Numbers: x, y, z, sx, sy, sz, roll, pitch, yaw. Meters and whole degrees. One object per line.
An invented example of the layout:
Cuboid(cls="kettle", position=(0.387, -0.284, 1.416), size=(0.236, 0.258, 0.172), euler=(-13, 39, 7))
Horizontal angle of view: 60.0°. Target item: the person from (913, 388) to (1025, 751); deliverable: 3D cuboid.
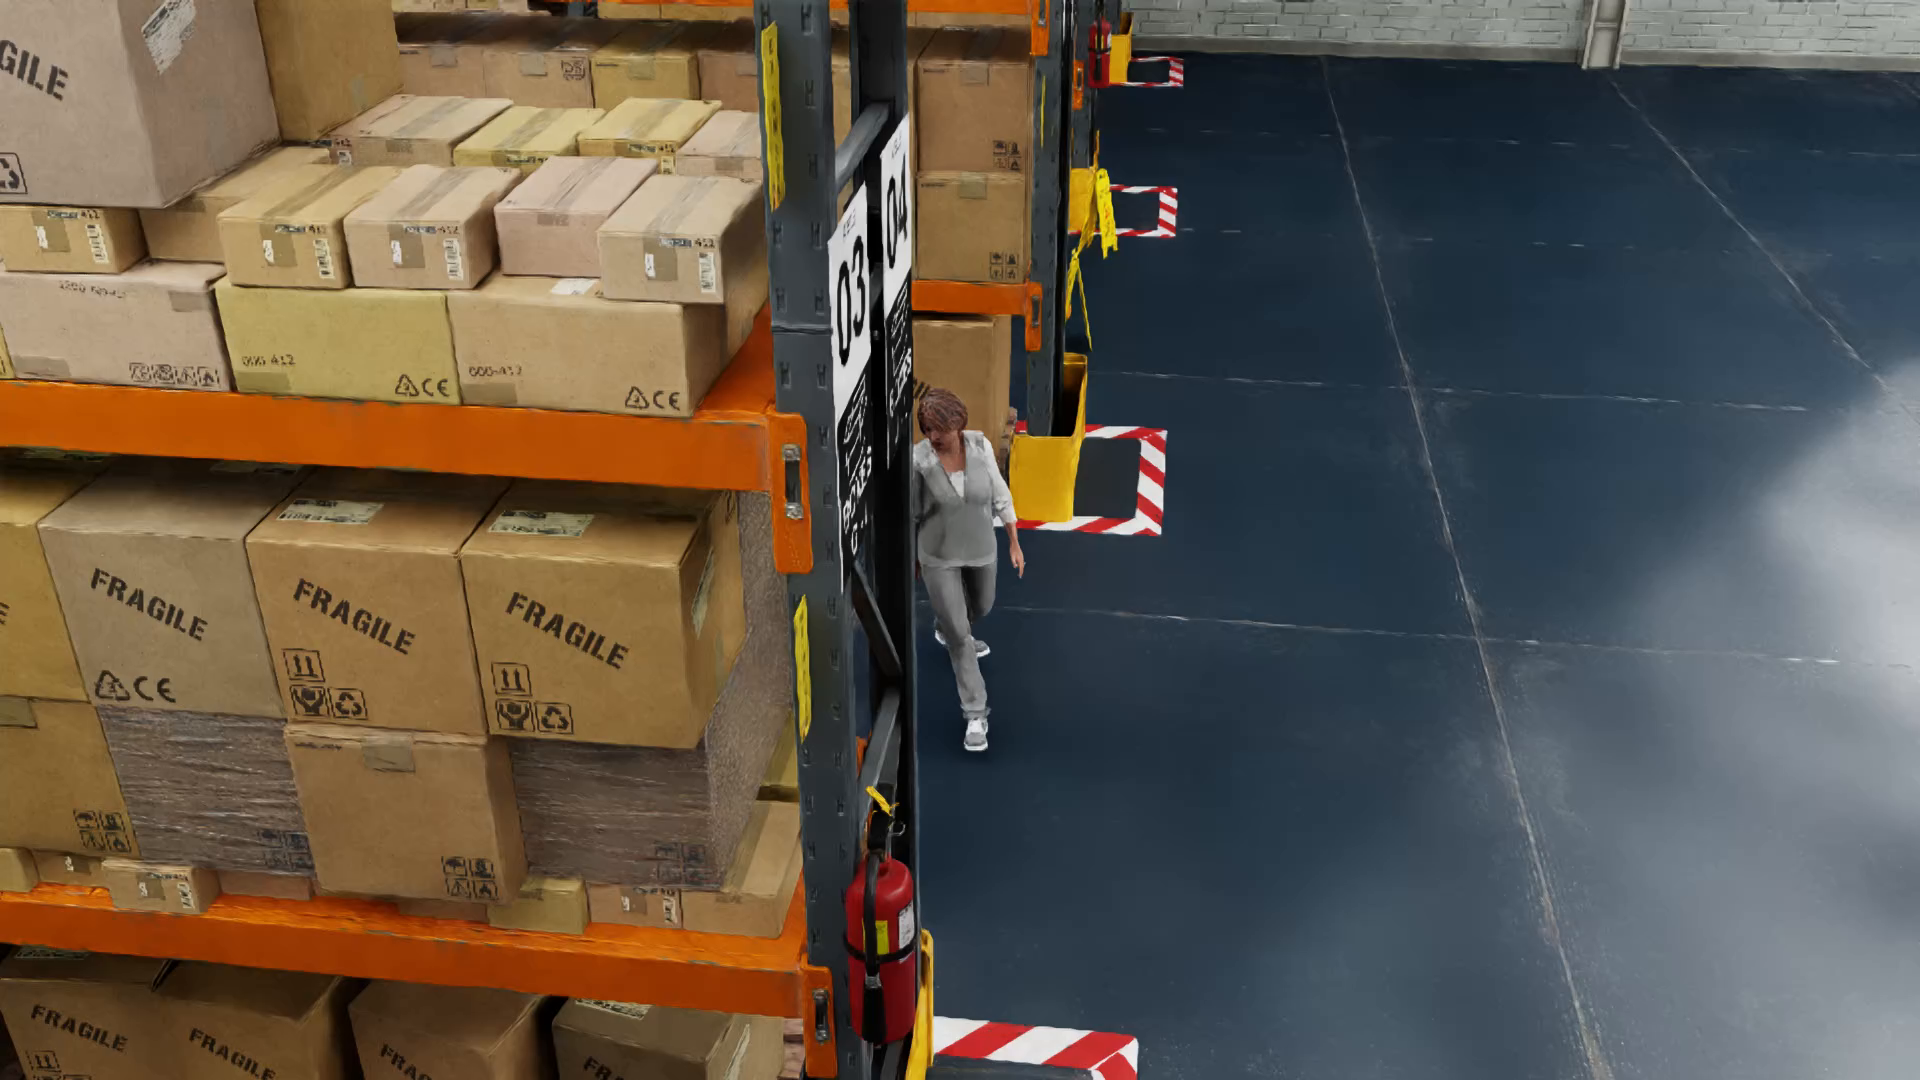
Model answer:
Cuboid(cls="person", position=(0.003, 0.046, 7.051), size=(0.486, 1.549, 0.844), euler=(-9, 30, -17))
